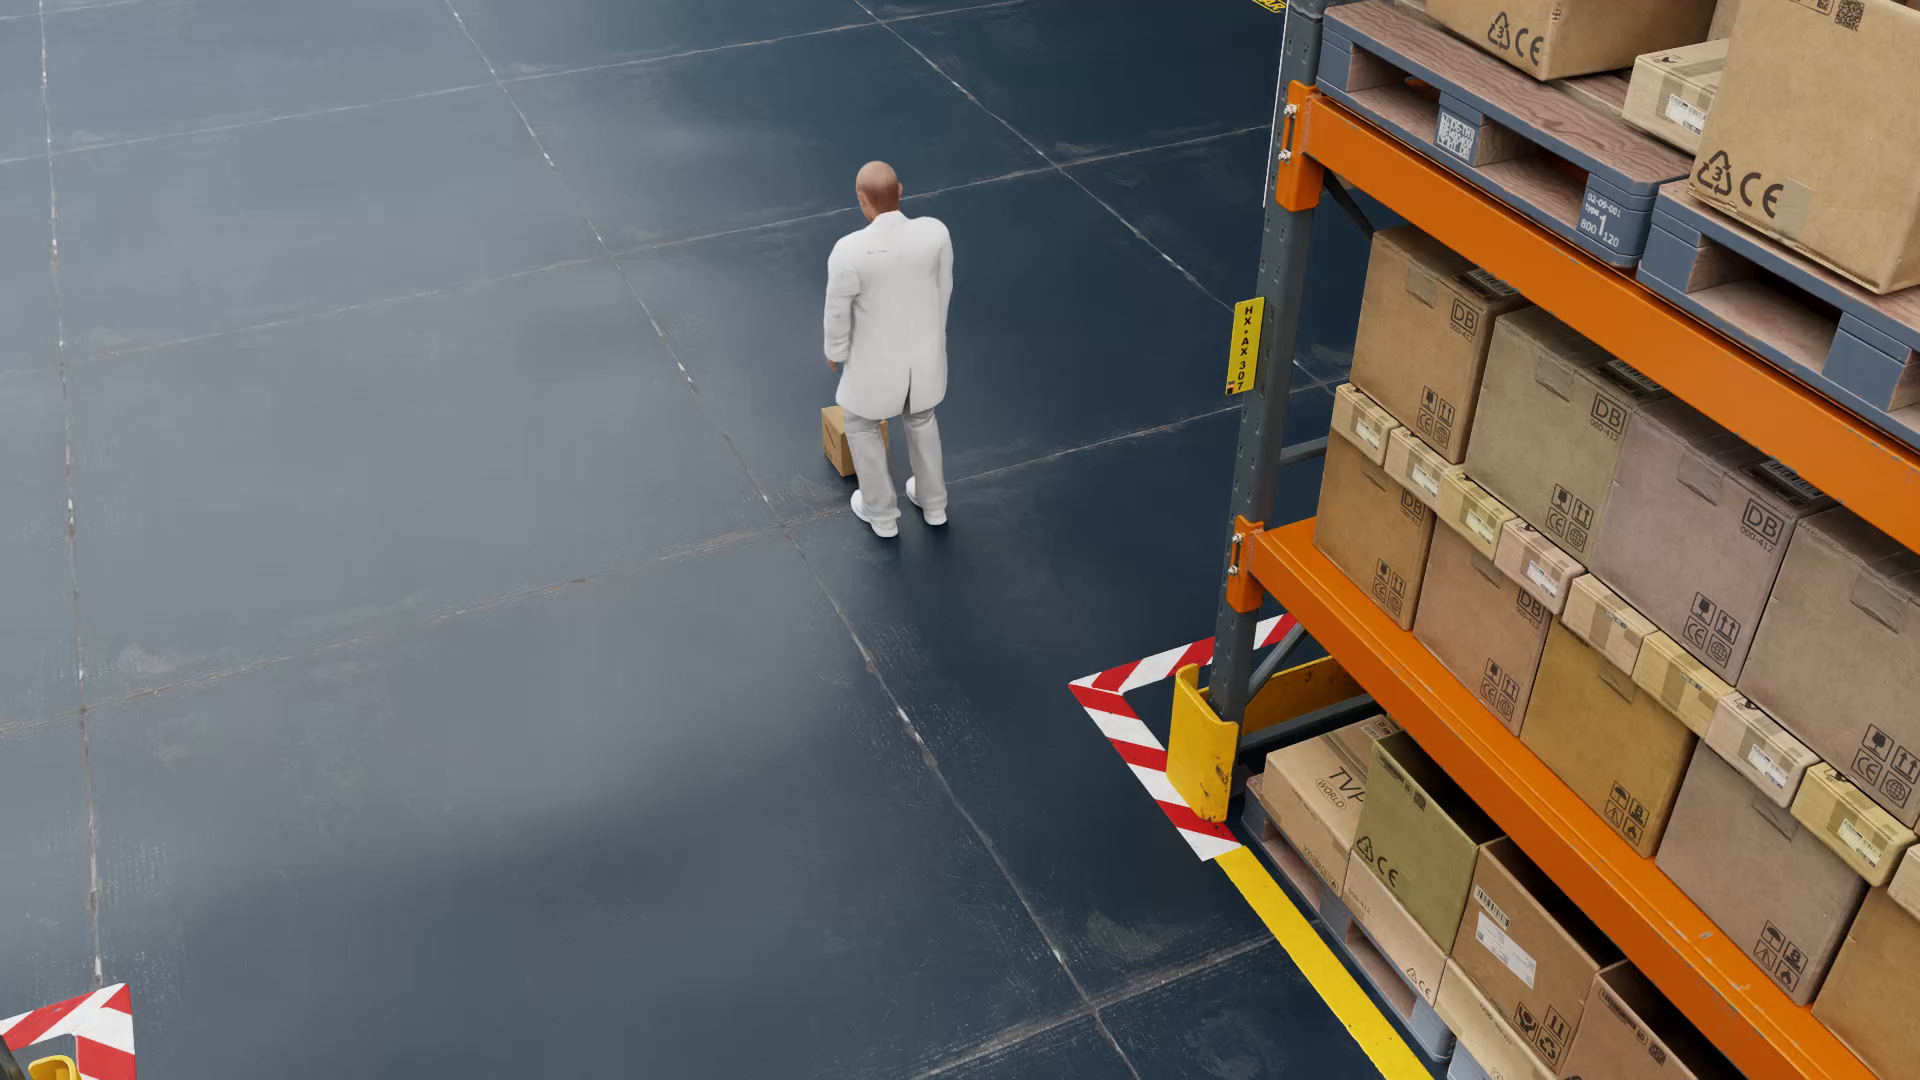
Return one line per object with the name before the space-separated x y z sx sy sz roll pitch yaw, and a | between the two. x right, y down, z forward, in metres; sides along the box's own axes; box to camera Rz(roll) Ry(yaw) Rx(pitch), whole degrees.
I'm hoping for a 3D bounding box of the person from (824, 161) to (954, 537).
person | -0.312 -0.813 7.288 0.583 1.746 0.396 -15 39 -19
